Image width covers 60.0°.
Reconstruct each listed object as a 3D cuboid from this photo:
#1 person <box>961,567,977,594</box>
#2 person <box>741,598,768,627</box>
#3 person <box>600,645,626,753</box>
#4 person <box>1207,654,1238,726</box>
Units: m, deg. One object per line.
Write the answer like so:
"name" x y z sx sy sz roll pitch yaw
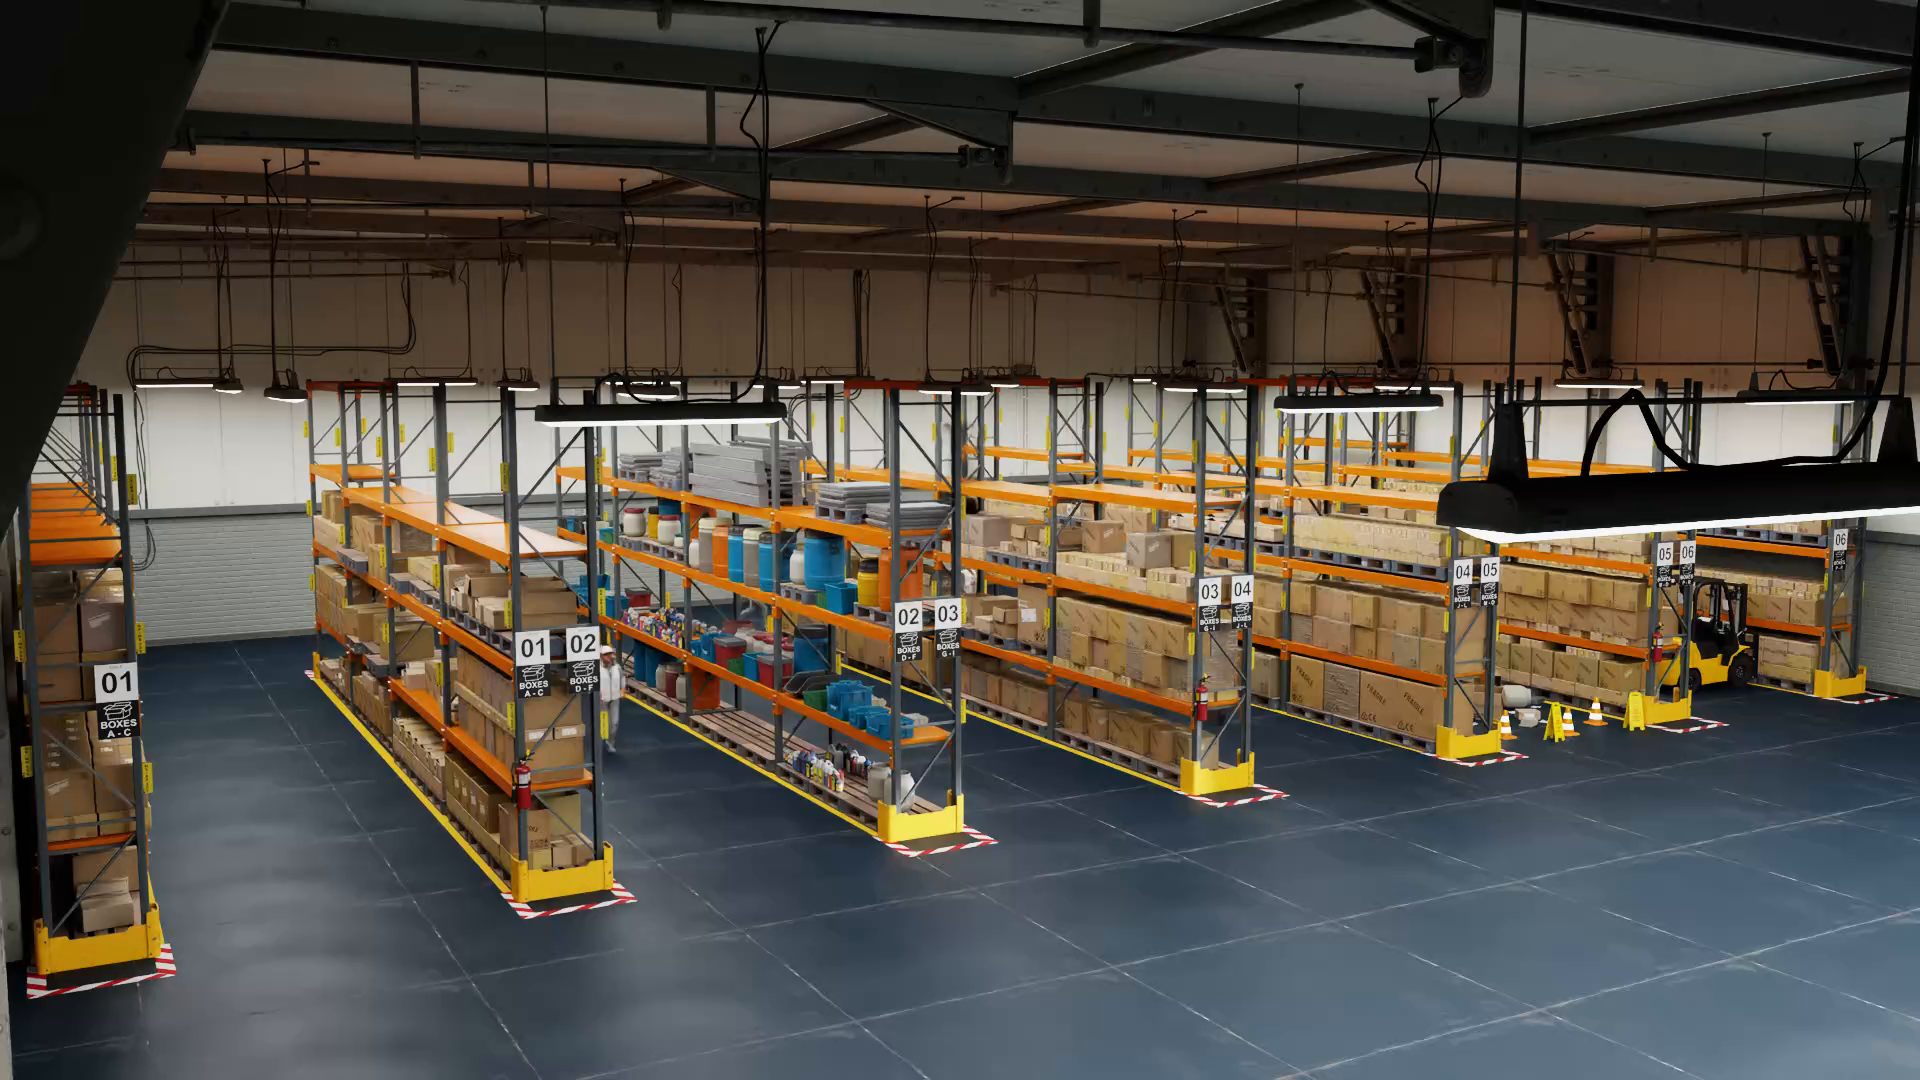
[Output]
"person" 0.219 1.352 38.384 0.697 1.828 0.876 -4 7 -34
"person" -4.863 1.372 39.310 0.975 1.626 0.496 -2 6 -18
"person" -5.778 2.583 27.206 0.682 1.752 0.605 -4 7 -34
"person" 4.491 2.391 29.233 0.649 1.719 0.942 -5 8 -38
